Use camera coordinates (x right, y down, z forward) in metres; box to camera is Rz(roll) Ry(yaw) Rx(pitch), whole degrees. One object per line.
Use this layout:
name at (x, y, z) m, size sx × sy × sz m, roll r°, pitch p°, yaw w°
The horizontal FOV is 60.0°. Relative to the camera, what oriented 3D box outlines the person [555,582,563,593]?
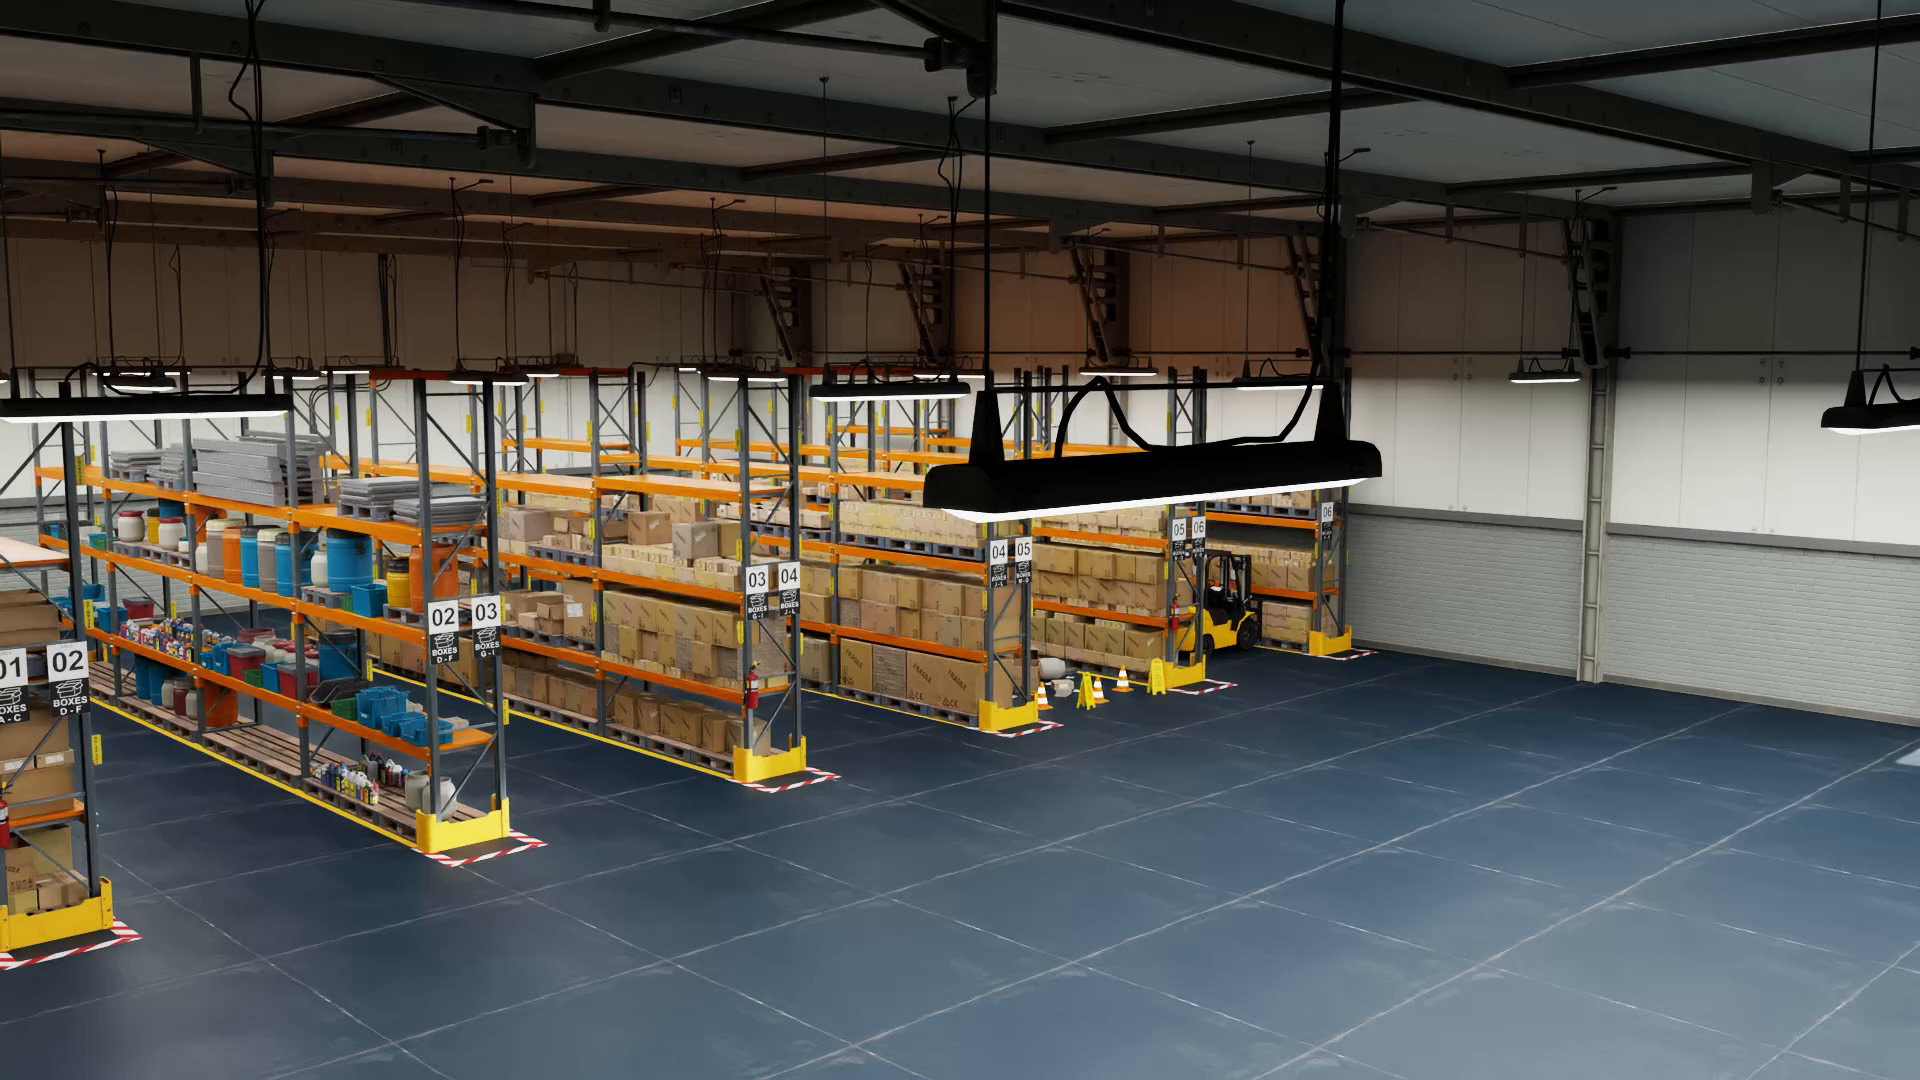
person at (-9.886, 0.874, 41.270) m, size 0.498 × 1.677 × 0.729 m, roll 5°, pitch 8°, yaw 40°
